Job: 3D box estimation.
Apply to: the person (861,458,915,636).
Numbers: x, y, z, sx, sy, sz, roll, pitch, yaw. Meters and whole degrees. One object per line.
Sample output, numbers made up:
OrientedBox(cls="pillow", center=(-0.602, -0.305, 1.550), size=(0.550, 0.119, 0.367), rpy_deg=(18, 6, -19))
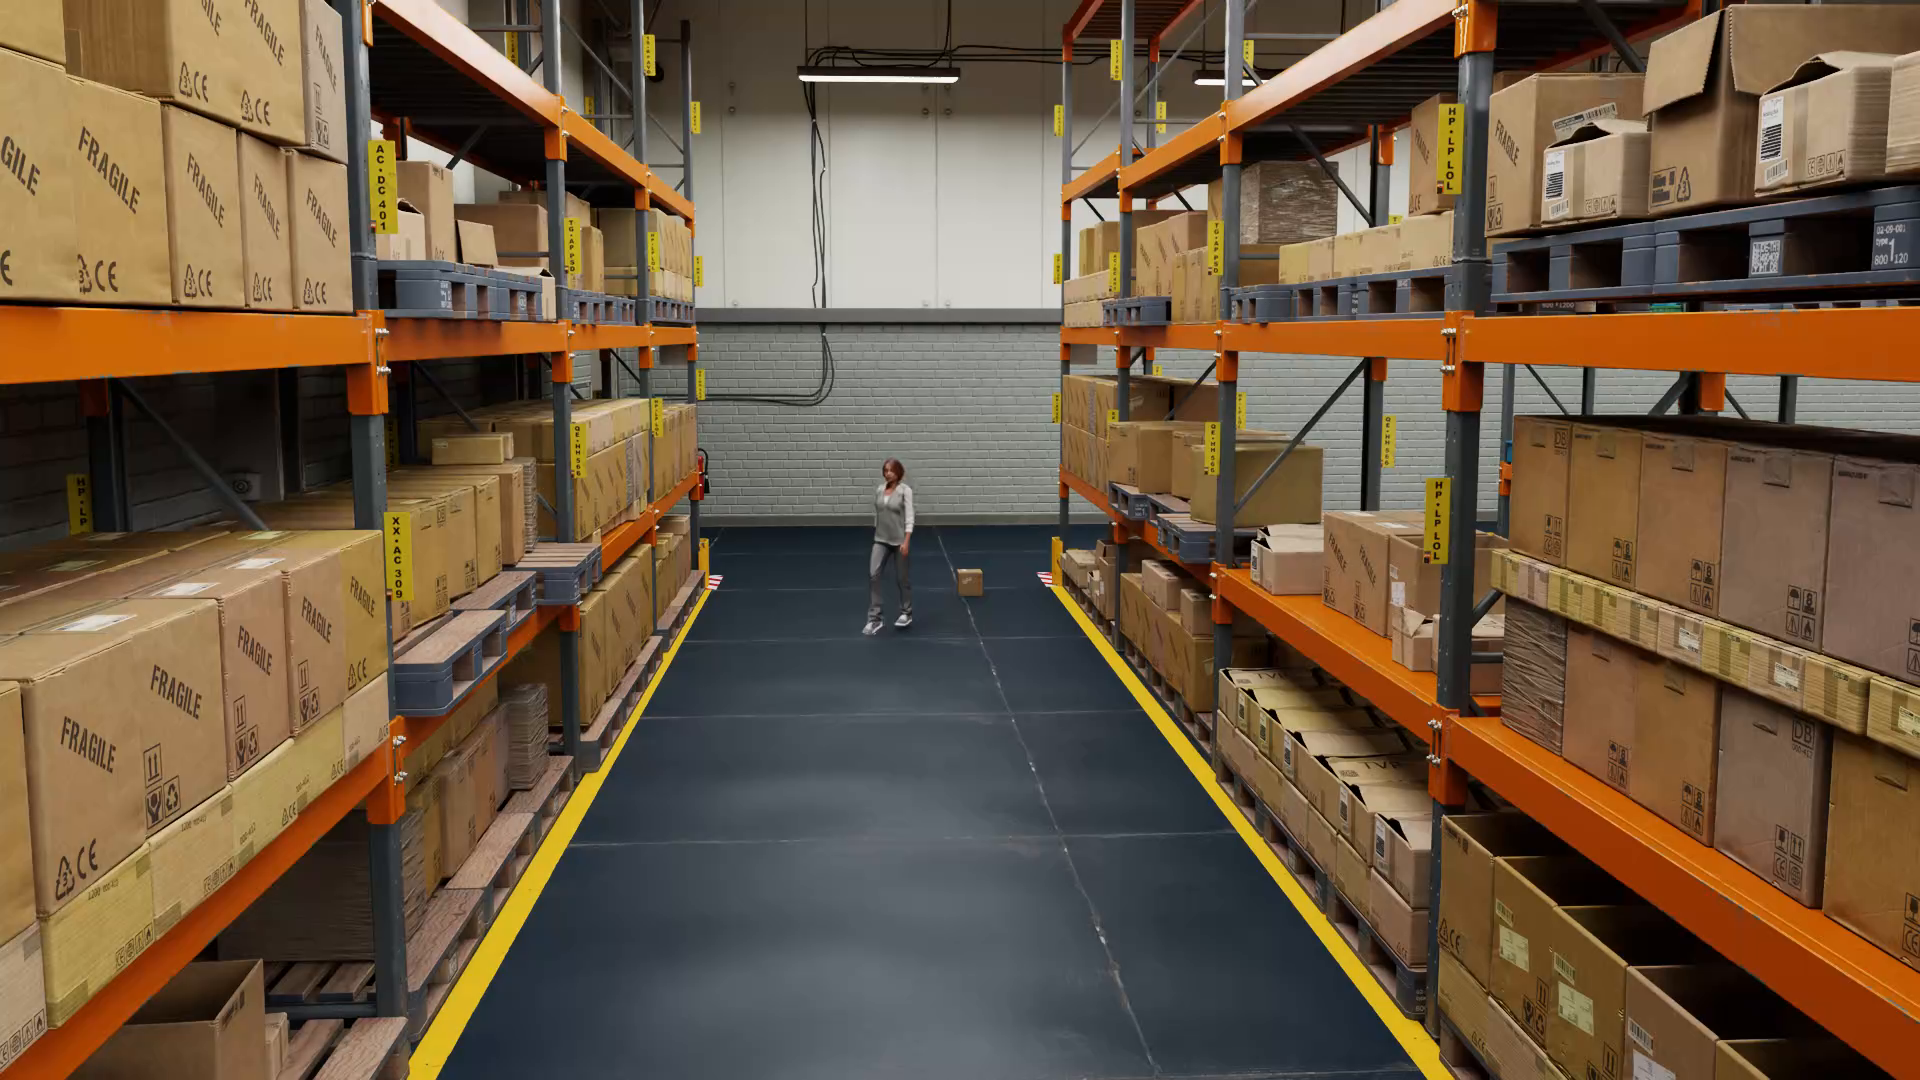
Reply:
OrientedBox(cls="person", center=(-0.633, 0.057, 15.347), size=(0.449, 1.621, 0.675), rpy_deg=(3, 8, 22))
